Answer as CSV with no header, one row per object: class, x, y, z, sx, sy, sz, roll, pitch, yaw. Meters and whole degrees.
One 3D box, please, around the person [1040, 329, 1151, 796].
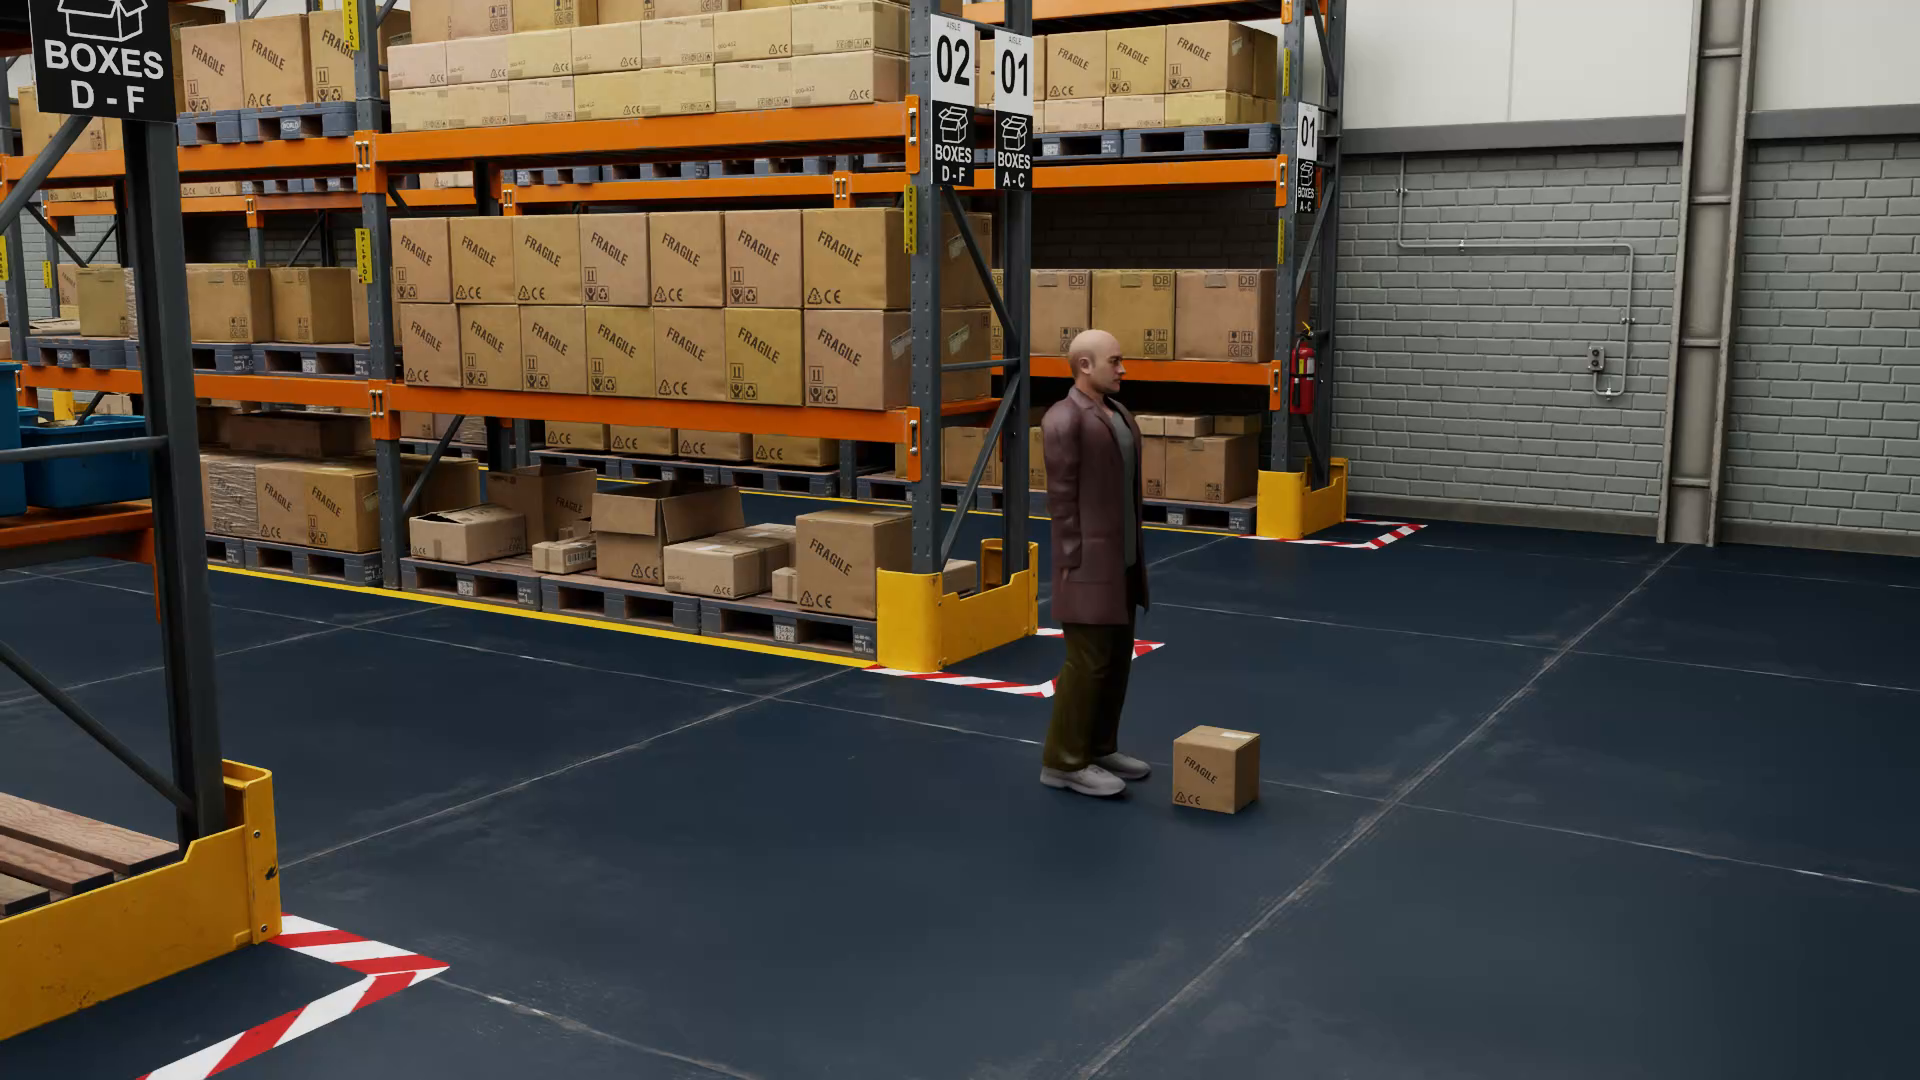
person,0.550,0.077,6.466,0.404,1.777,0.560,6,11,32
